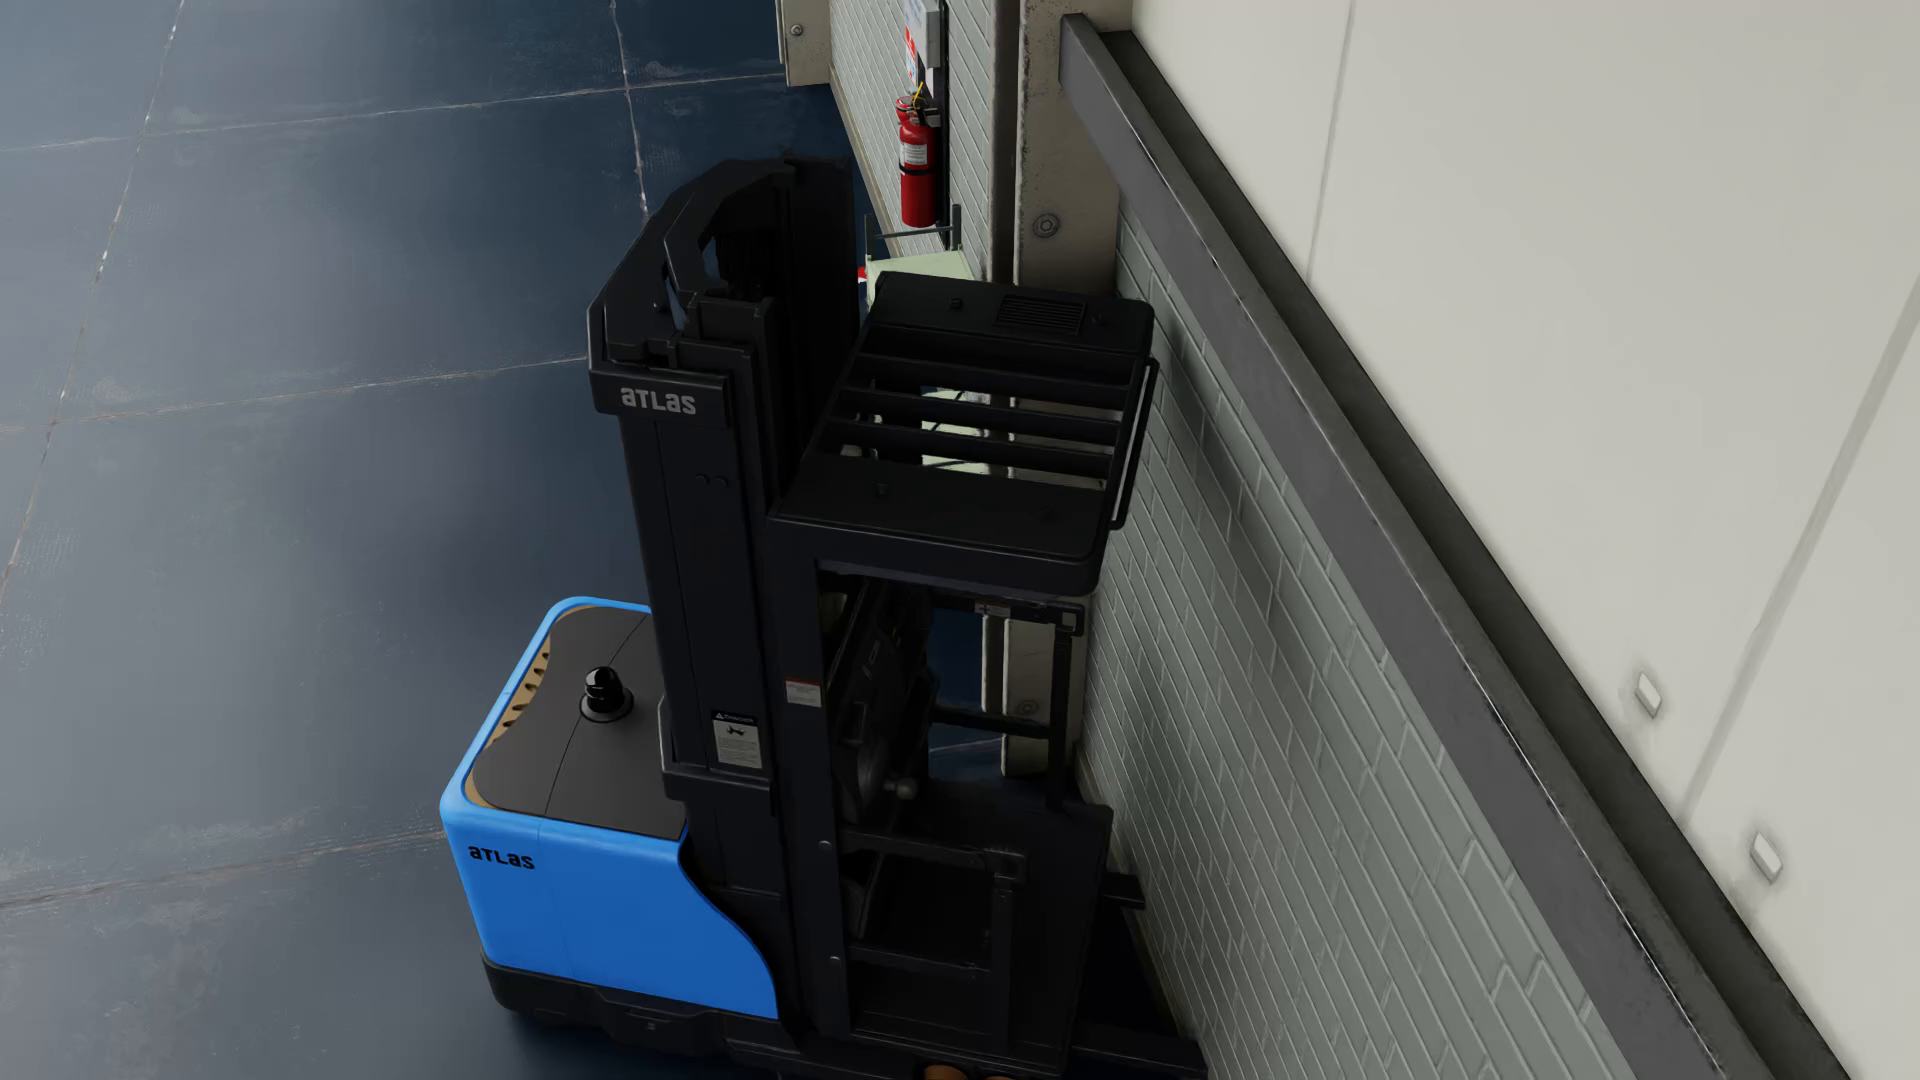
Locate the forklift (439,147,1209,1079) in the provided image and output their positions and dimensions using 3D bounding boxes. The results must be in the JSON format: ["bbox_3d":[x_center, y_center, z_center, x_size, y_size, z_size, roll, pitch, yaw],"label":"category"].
[{"bbox_3d":[-0.031,0.407,4.865,3.031,2.935,1.130,8,42,9],"label":"forklift"}]

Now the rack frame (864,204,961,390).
[{"bbox_3d":[-0.192,-0.784,7.285,0.400,1.500,0.023,-9,42,-10],"label":"rack frame"}]

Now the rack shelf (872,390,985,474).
[{"bbox_3d":[-0.110,-0.304,7.235,0.431,0.370,0.720,-9,42,-10],"label":"rack shelf"}]

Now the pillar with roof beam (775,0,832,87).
[{"bbox_3d":[-5.219,-5.862,7.357,9.100,9.000,0.400,-8,42,-9],"label":"pillar with roof beam"}]

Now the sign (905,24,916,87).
[{"bbox_3d":[-0.235,-2.340,7.881,0.001,0.329,0.234,-8,42,-9],"label":"sign"}]

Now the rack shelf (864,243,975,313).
[{"bbox_3d":[-0.110,-0.839,6.759,0.431,0.370,0.720,-9,42,-10],"label":"rack shelf"}]

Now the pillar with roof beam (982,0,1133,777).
[{"bbox_3d":[-3.924,-1.972,2.975,9.100,9.000,0.400,-8,42,-9],"label":"pillar with roof beam"}]

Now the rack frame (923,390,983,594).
[{"bbox_3d":[-0.028,-0.310,6.752,0.400,1.500,0.023,-9,42,-10],"label":"rack frame"}]

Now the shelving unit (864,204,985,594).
[{"bbox_3d":[-0.110,-0.547,7.018,0.431,1.500,0.755,-9,42,-10],"label":"shelving unit"}]

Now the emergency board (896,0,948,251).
[{"bbox_3d":[-0.216,-1.953,7.472,0.194,1.169,0.643,-8,42,-9],"label":"emergency board"}]
